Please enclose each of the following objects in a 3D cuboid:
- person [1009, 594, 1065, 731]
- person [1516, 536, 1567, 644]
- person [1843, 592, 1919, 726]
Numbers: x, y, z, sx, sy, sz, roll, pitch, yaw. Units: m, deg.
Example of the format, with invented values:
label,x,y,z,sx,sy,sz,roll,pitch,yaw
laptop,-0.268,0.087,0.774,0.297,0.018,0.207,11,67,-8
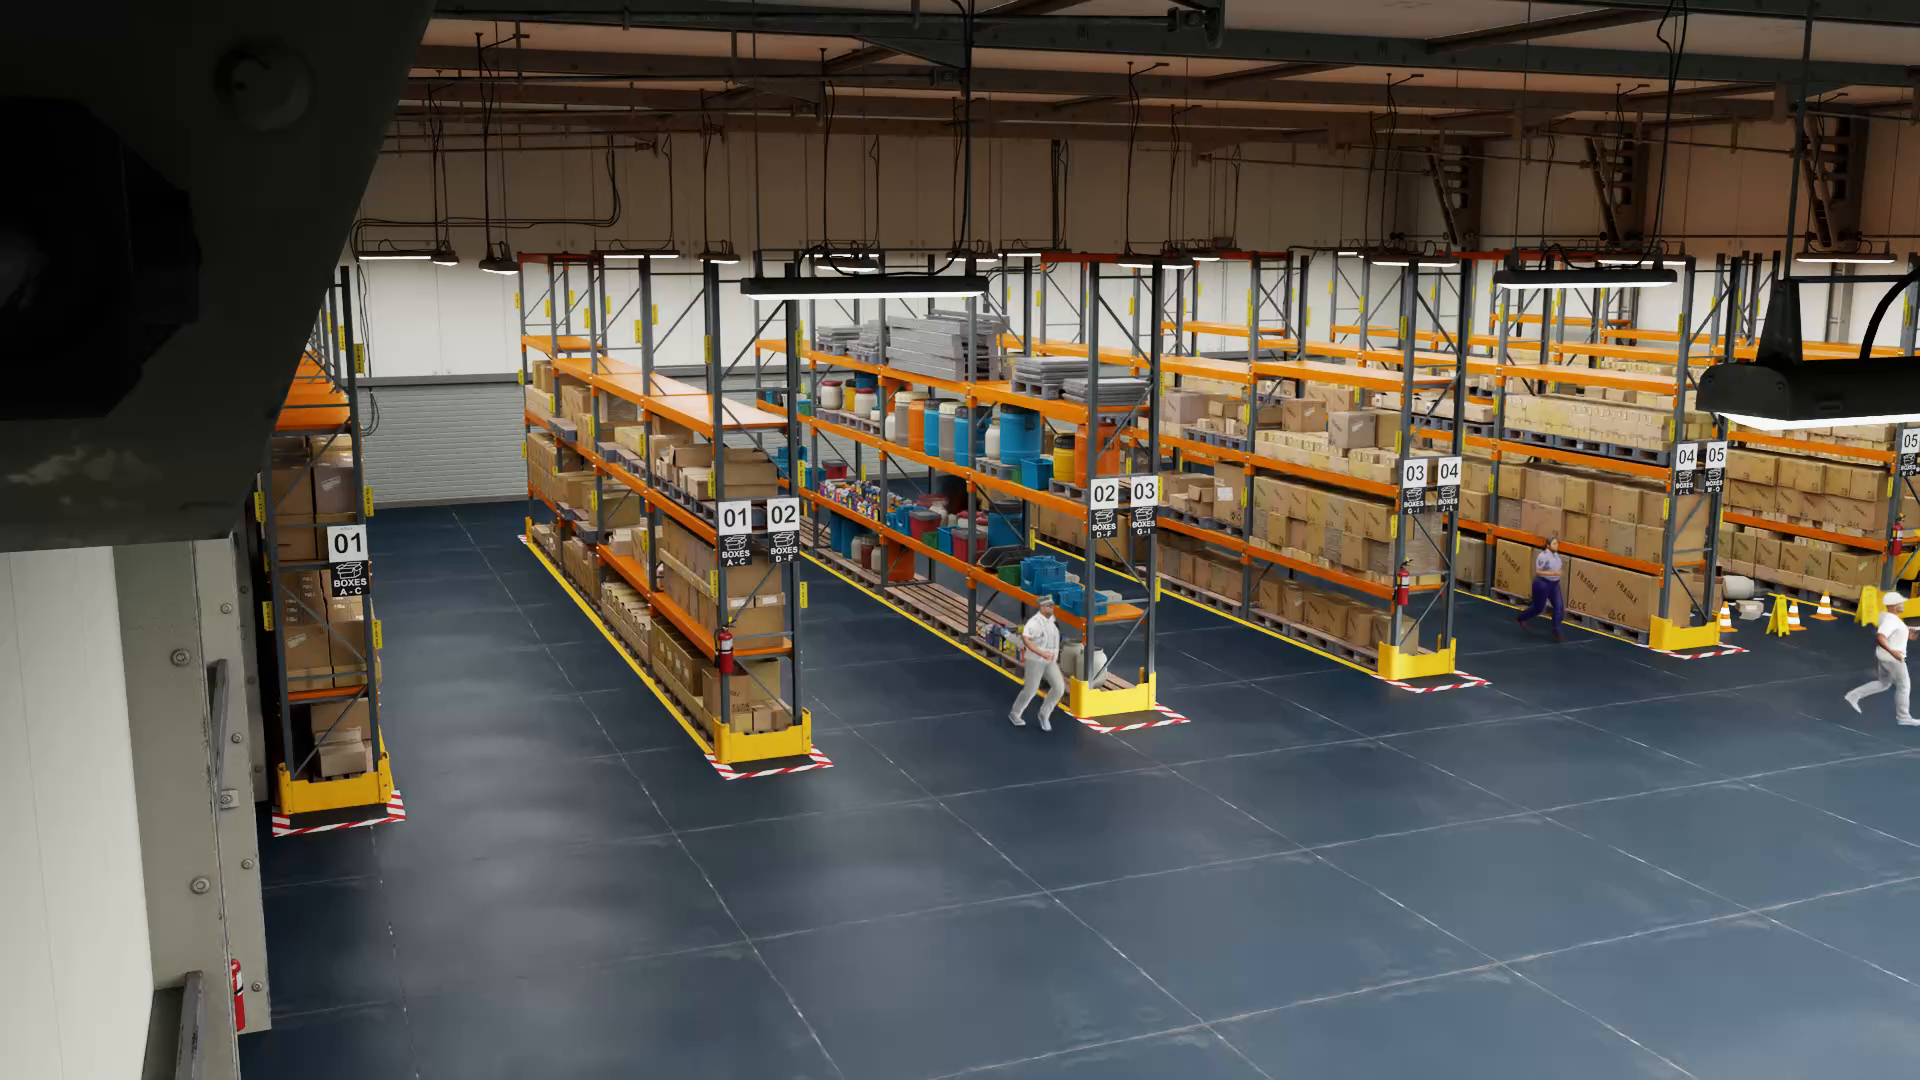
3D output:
label,x,y,z,sx,sy,sz,roll,pitch,yaw
person,1.068,1.584,21.648,0.680,1.797,0.724,10,14,43
person,9.268,0.771,26.389,0.607,1.685,0.910,-6,12,-31
person,12.133,1.540,21.713,0.949,1.745,0.712,3,11,16
